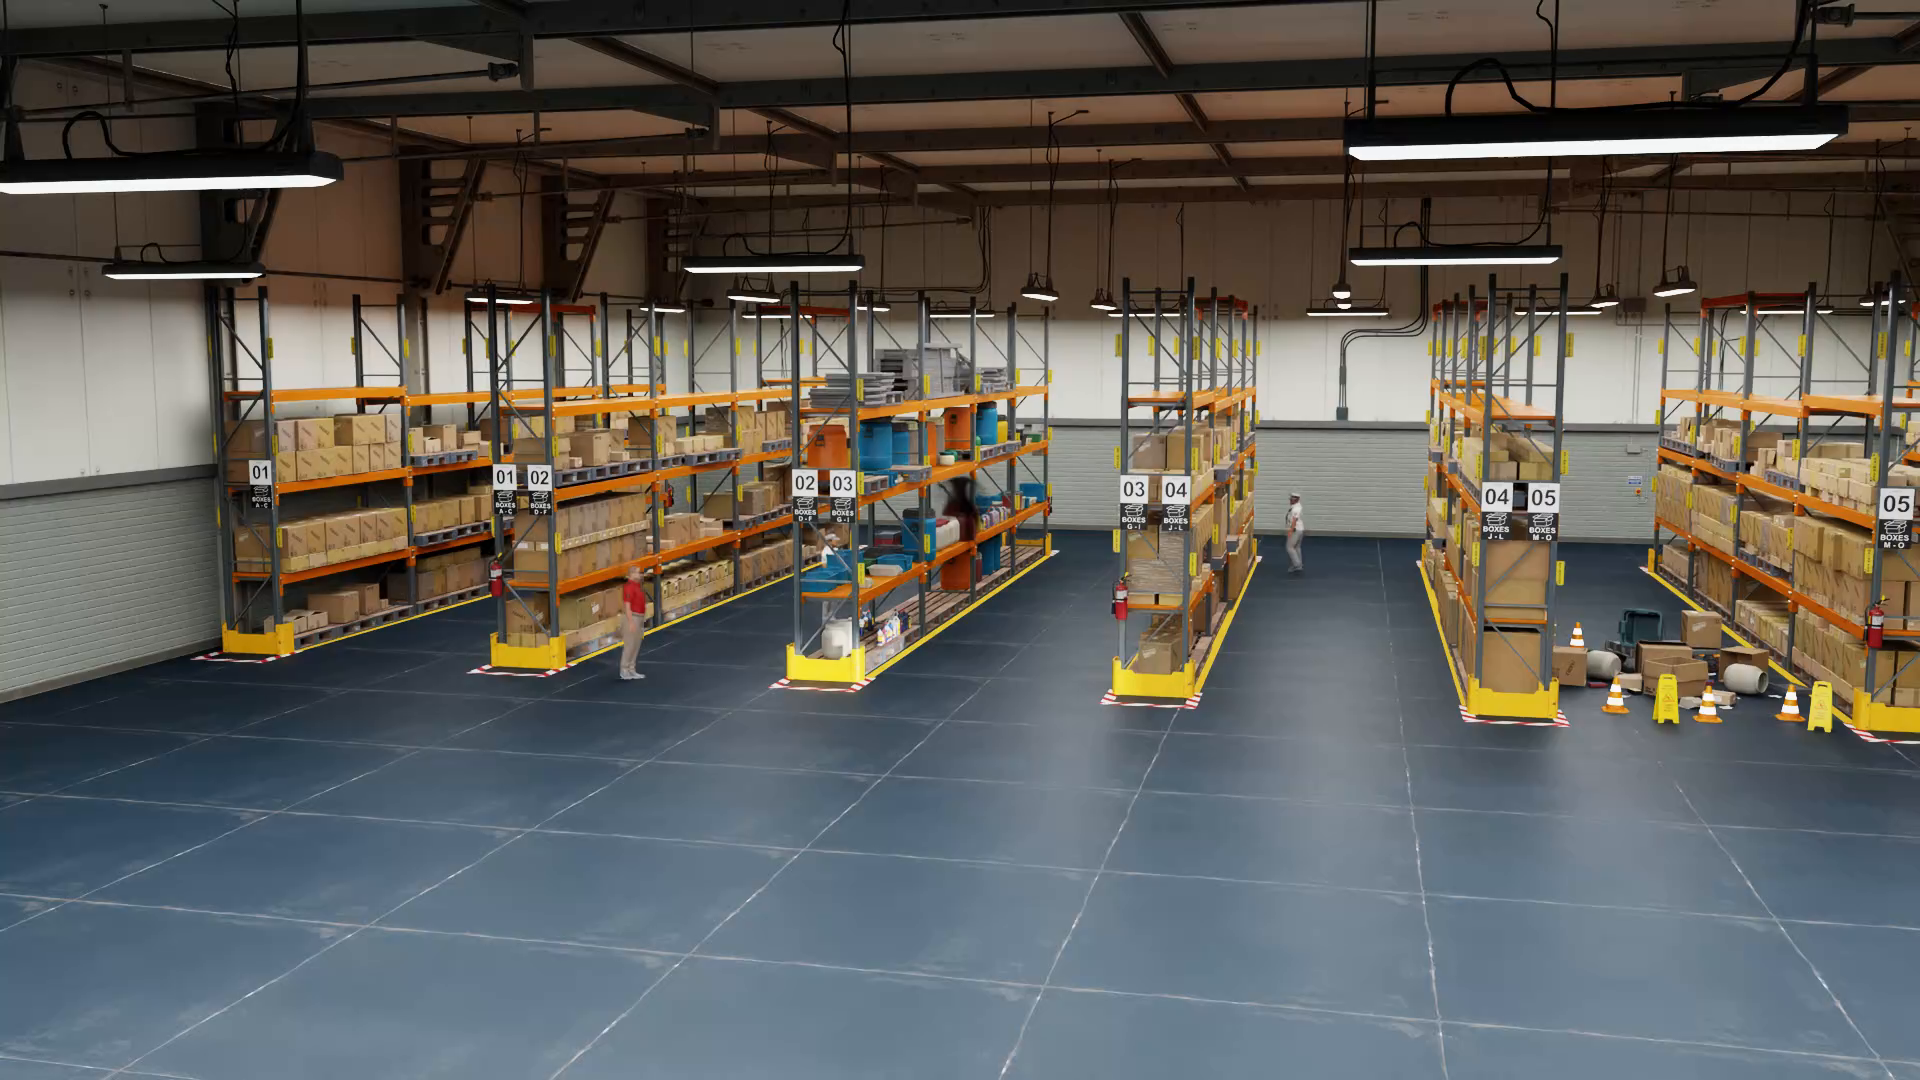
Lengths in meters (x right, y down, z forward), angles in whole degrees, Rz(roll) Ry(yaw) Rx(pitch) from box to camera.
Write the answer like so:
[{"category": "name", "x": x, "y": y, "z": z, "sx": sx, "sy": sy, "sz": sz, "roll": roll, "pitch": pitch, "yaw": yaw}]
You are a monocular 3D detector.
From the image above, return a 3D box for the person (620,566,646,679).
[{"category": "person", "x": -4.987, "y": 1.258, "z": 25.285, "sx": 0.422, "sy": 1.751, "sz": 0.740, "roll": 0, "pitch": 7, "yaw": 2}]

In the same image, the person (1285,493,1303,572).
[{"category": "person", "x": 7.509, "y": -0.173, "z": 37.364, "sx": 0.401, "sy": 1.758, "sz": 0.603, "roll": 2, "pitch": 7, "yaw": 14}]

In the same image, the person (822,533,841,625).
[{"category": "person", "x": -2.310, "y": 0.728, "z": 30.171, "sx": 0.391, "sy": 1.697, "sz": 0.613, "roll": 3, "pitch": 7, "yaw": 22}]
